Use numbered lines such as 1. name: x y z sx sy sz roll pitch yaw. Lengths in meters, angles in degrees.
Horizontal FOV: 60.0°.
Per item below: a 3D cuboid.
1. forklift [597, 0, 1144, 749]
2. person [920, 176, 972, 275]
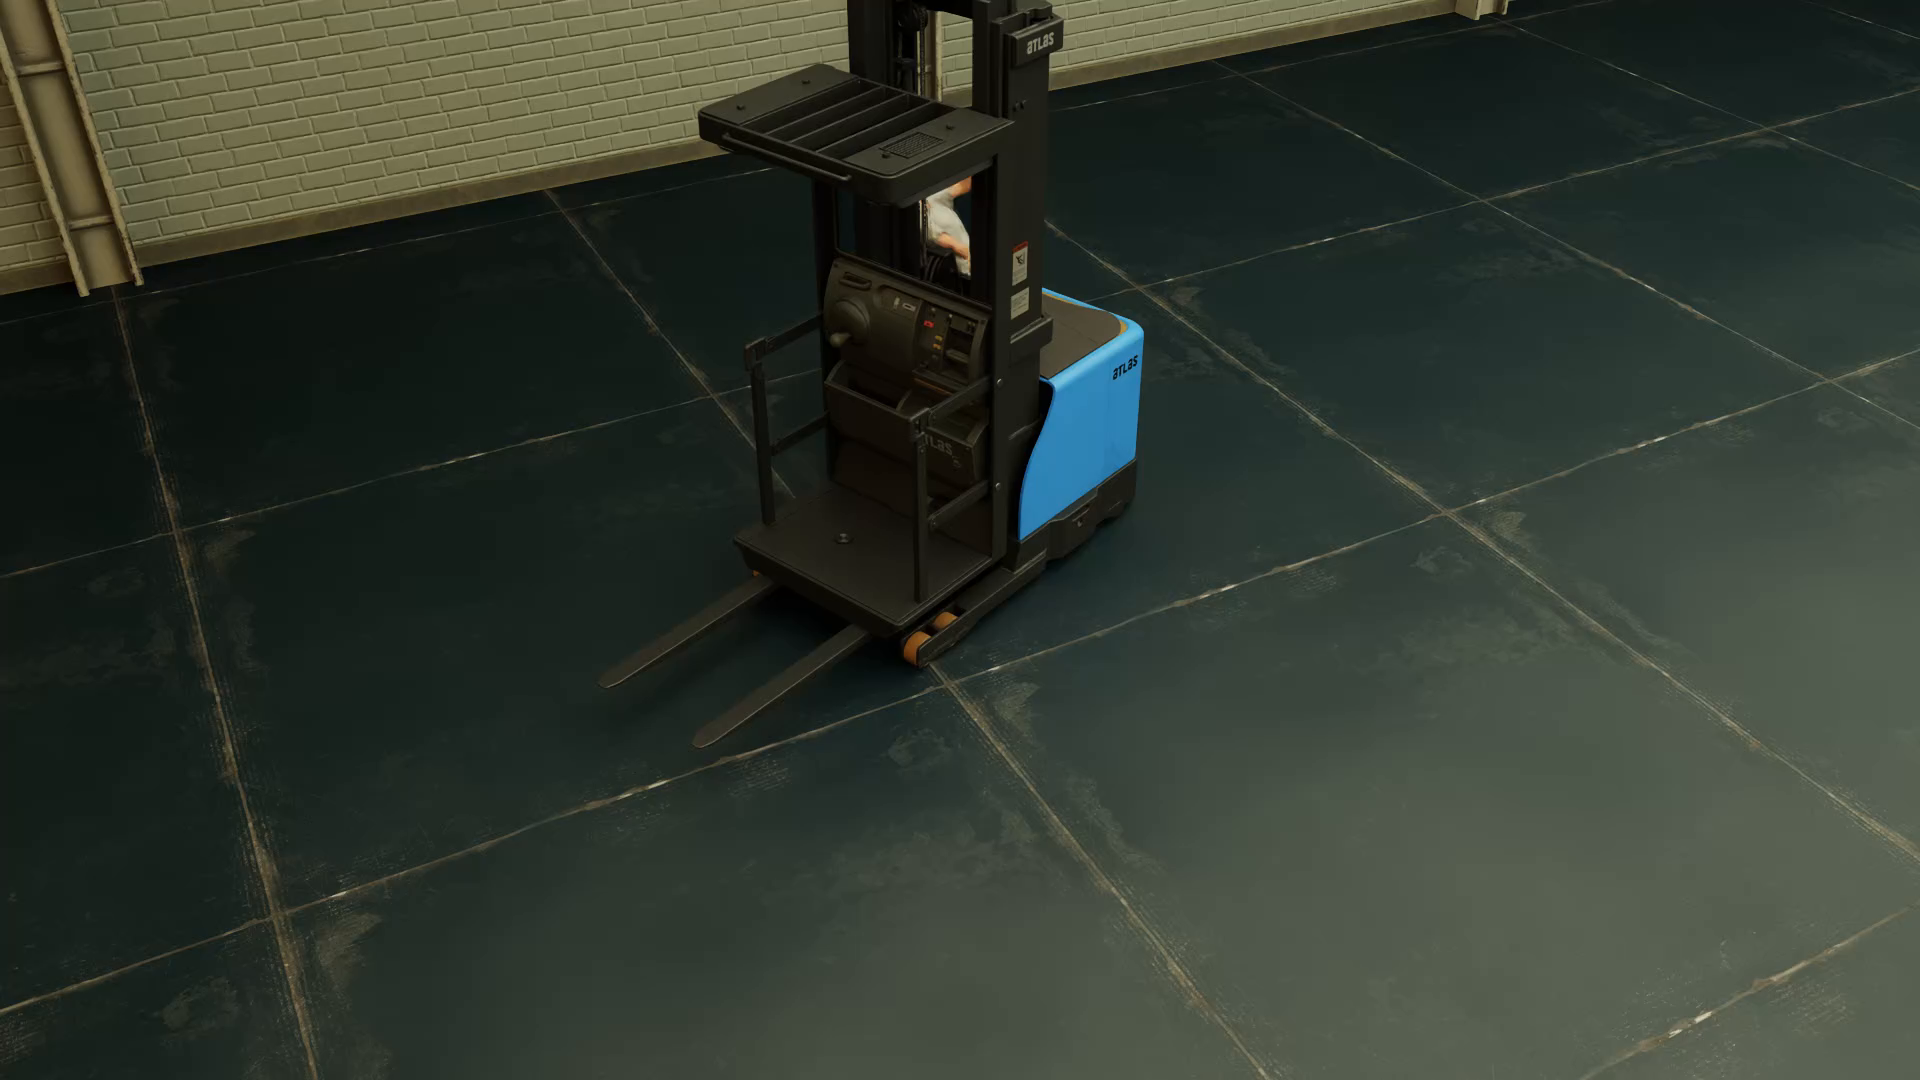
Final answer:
1. forklift: -0.390 -0.927 7.434 1.130 2.935 3.031 26 43 31
2. person: -0.010 -1.402 9.386 0.719 1.416 0.987 -12 37 -17
